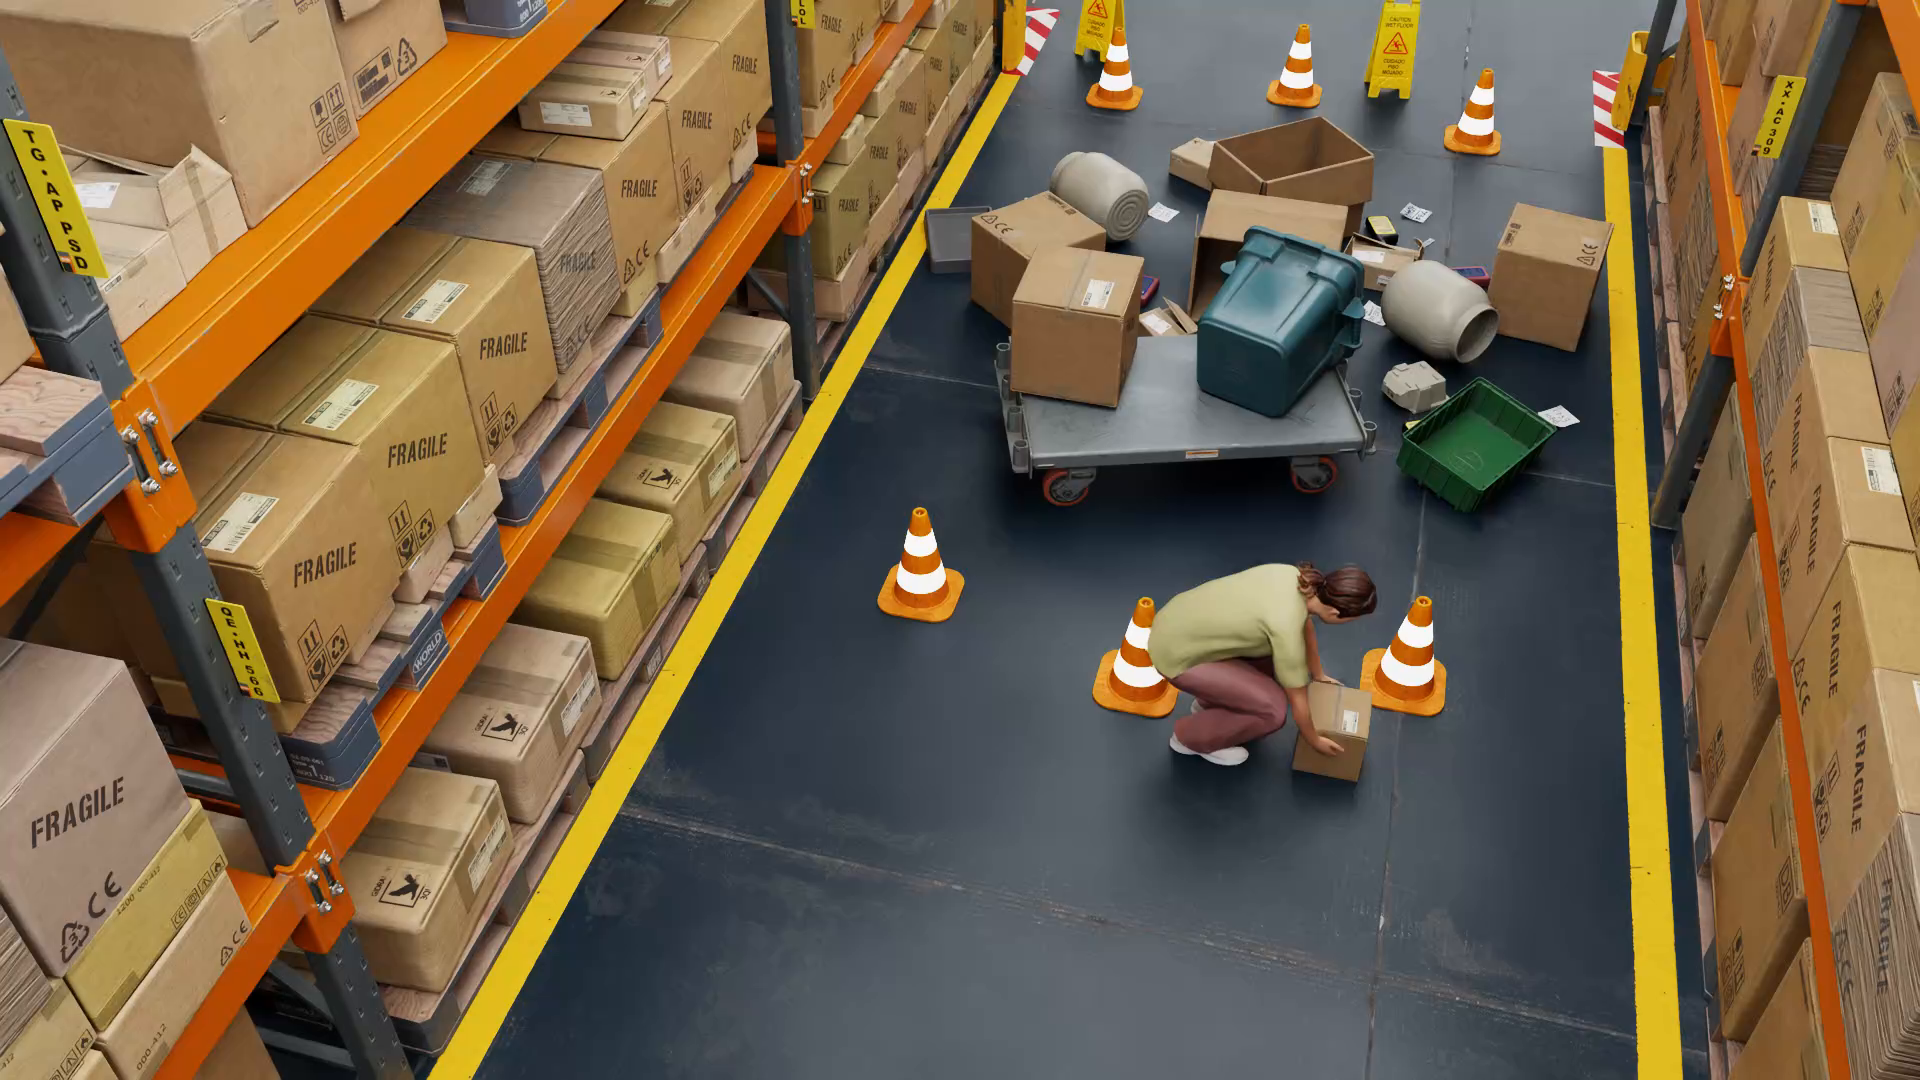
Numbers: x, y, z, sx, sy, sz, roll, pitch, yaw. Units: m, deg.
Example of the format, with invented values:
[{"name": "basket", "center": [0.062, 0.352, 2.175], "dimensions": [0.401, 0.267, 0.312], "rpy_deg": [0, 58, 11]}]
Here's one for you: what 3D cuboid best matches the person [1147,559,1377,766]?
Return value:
[{"name": "person", "center": [1.113, 0.426, 6.271], "dimensions": [0.798, 0.890, 0.489], "rpy_deg": [10, 42, 11]}]
